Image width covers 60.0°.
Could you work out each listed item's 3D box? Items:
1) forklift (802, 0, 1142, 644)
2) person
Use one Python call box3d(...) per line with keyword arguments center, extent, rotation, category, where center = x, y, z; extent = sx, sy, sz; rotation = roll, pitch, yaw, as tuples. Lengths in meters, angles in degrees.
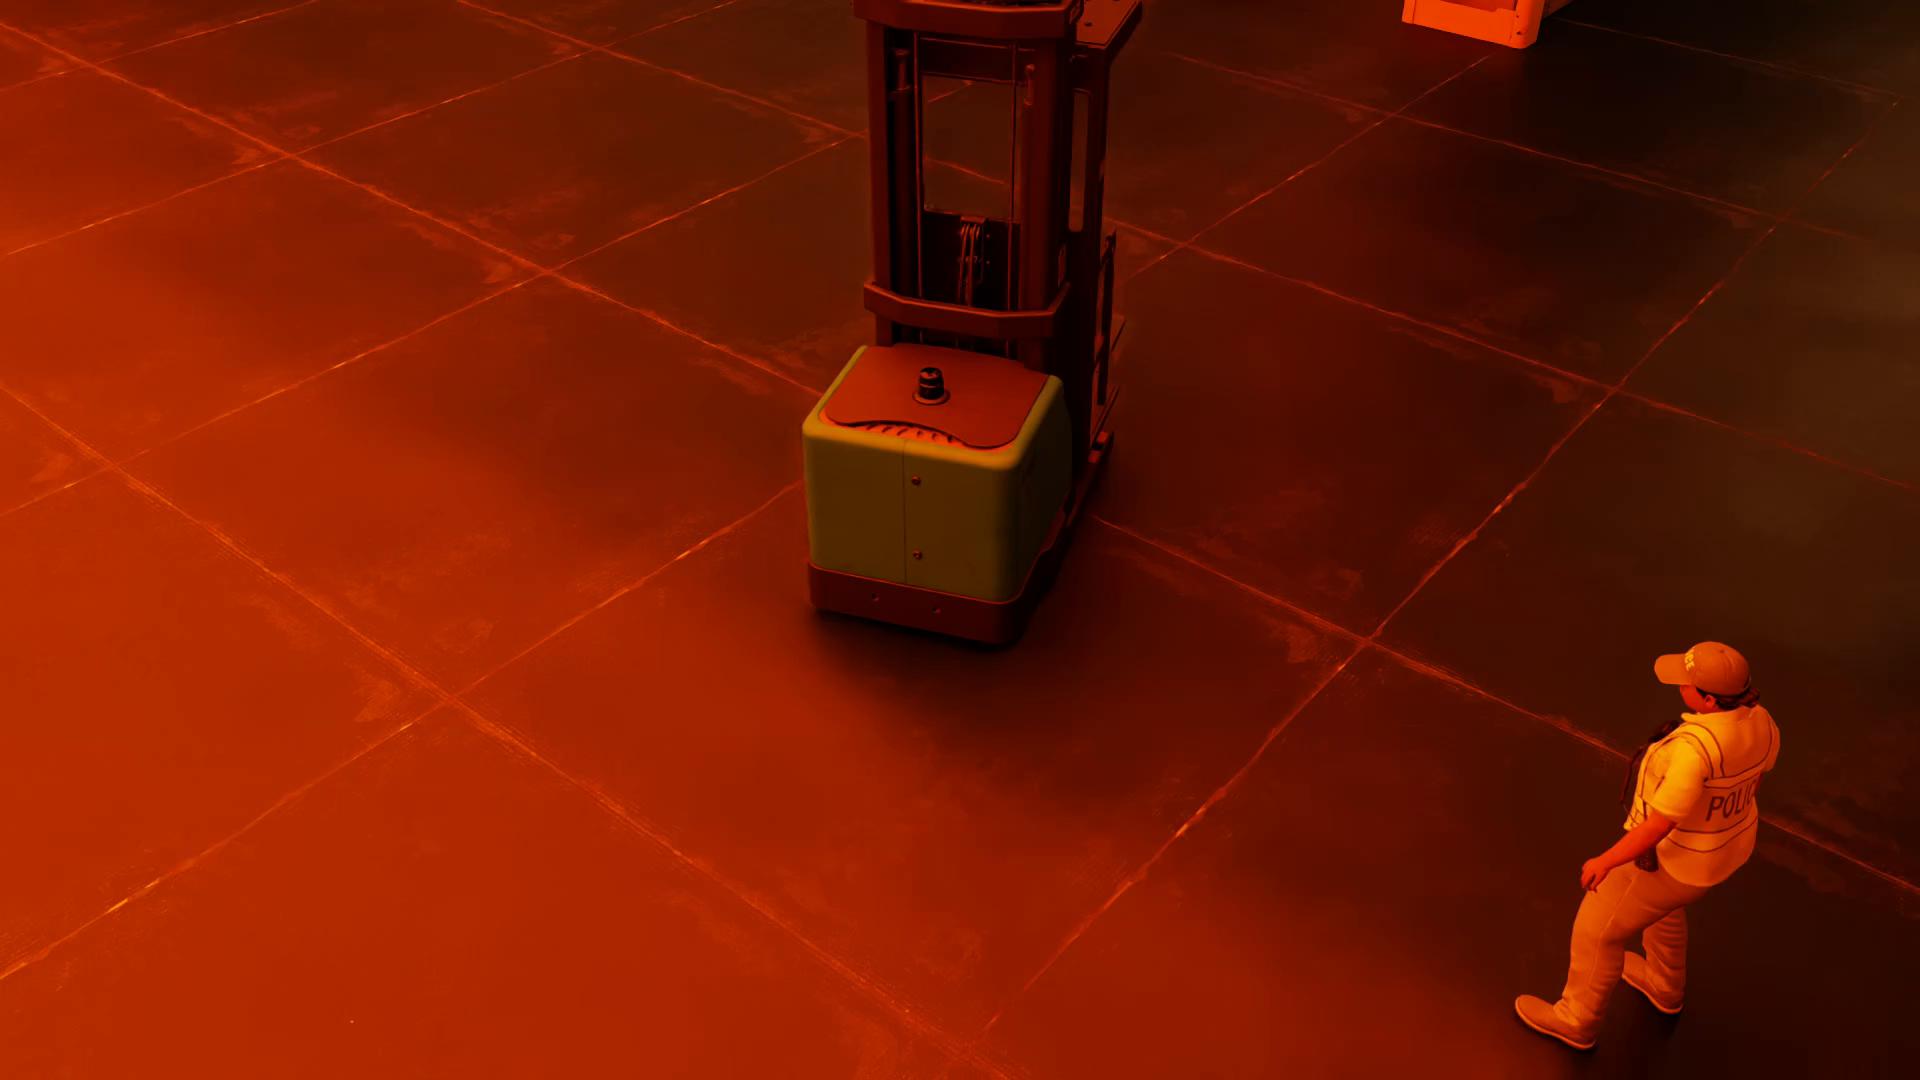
box3d(center=(0.208, -1.569, 8.175), extent=(1.130, 2.935, 3.031), rotation=(11, 37, 14), category="forklift")
box3d(center=(2.424, 1.036, 5.690), extent=(0.722, 1.641, 0.446), rotation=(-24, 42, -29), category="person")
